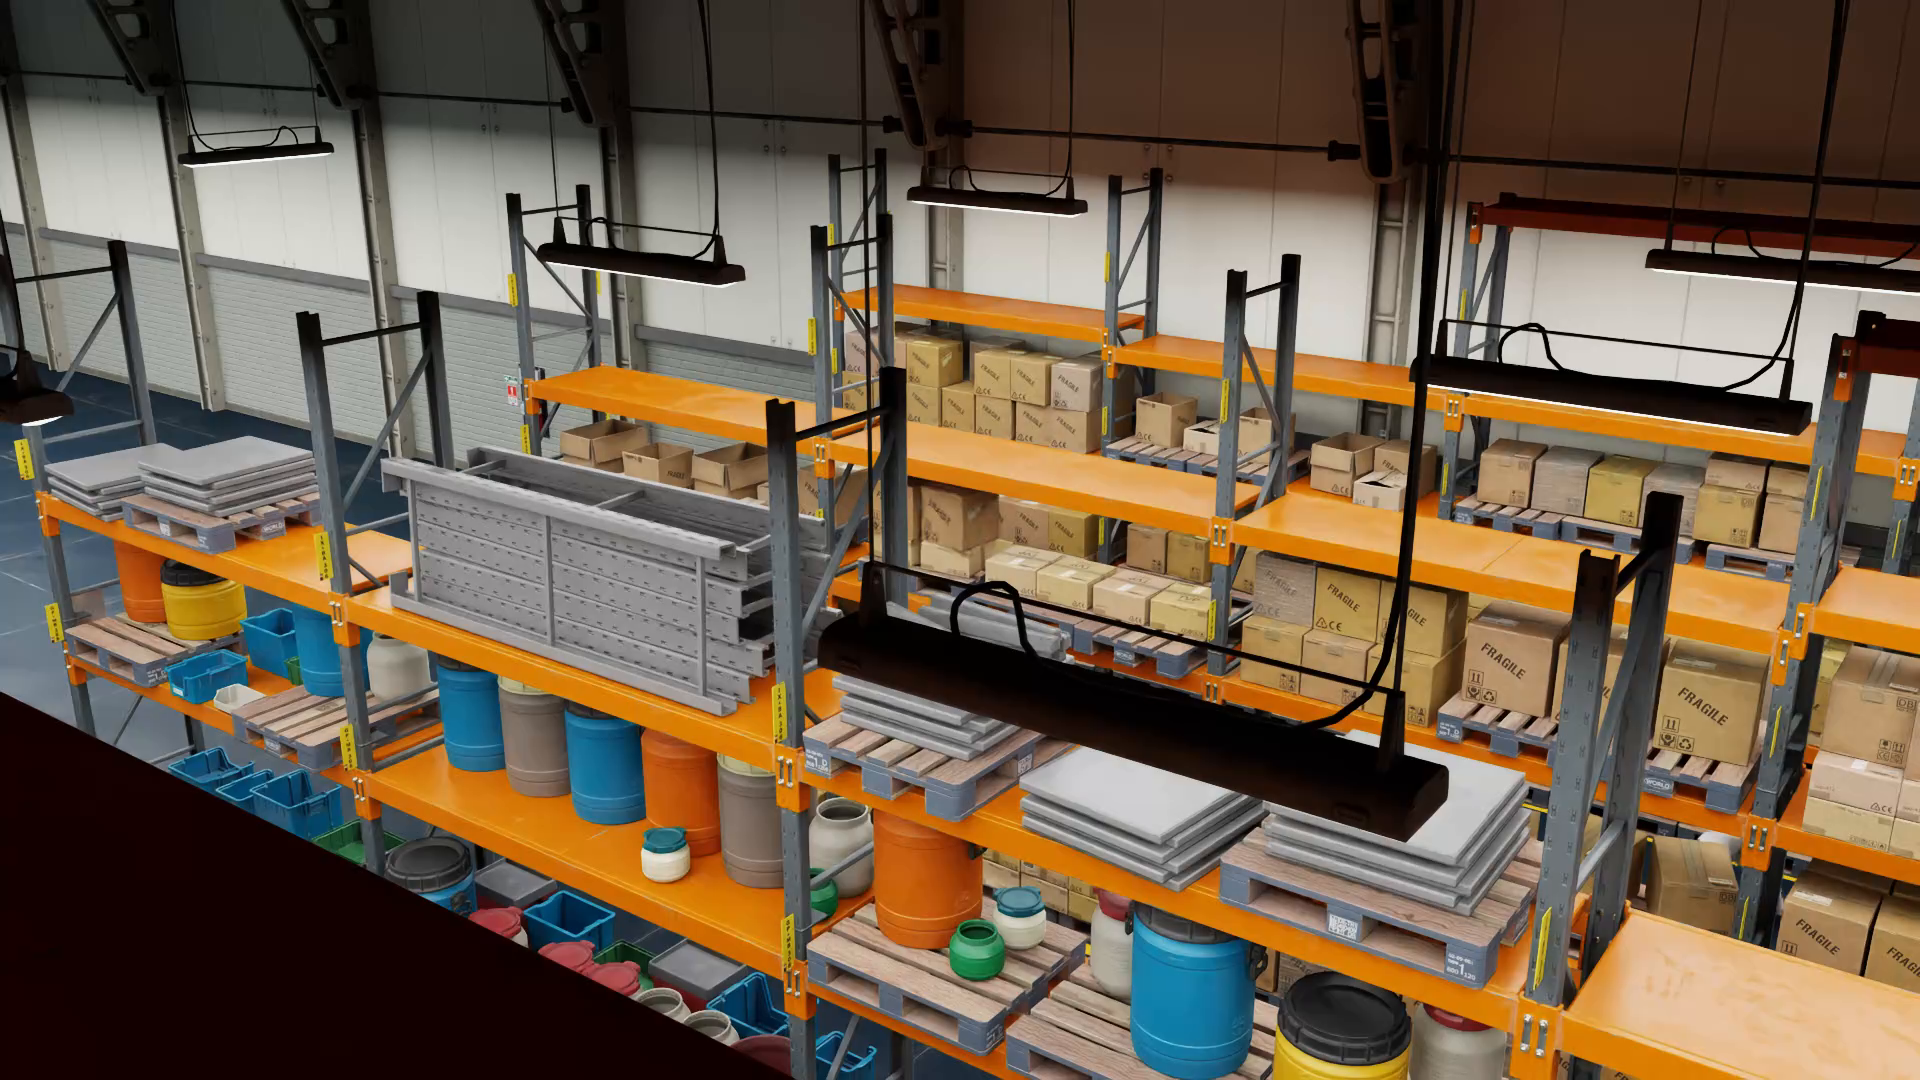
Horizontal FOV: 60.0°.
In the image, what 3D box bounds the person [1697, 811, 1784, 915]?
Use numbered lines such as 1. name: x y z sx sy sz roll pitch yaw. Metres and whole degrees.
1. person: 6.830 2.532 14.731 1.144 1.709 0.557 9 20 25
